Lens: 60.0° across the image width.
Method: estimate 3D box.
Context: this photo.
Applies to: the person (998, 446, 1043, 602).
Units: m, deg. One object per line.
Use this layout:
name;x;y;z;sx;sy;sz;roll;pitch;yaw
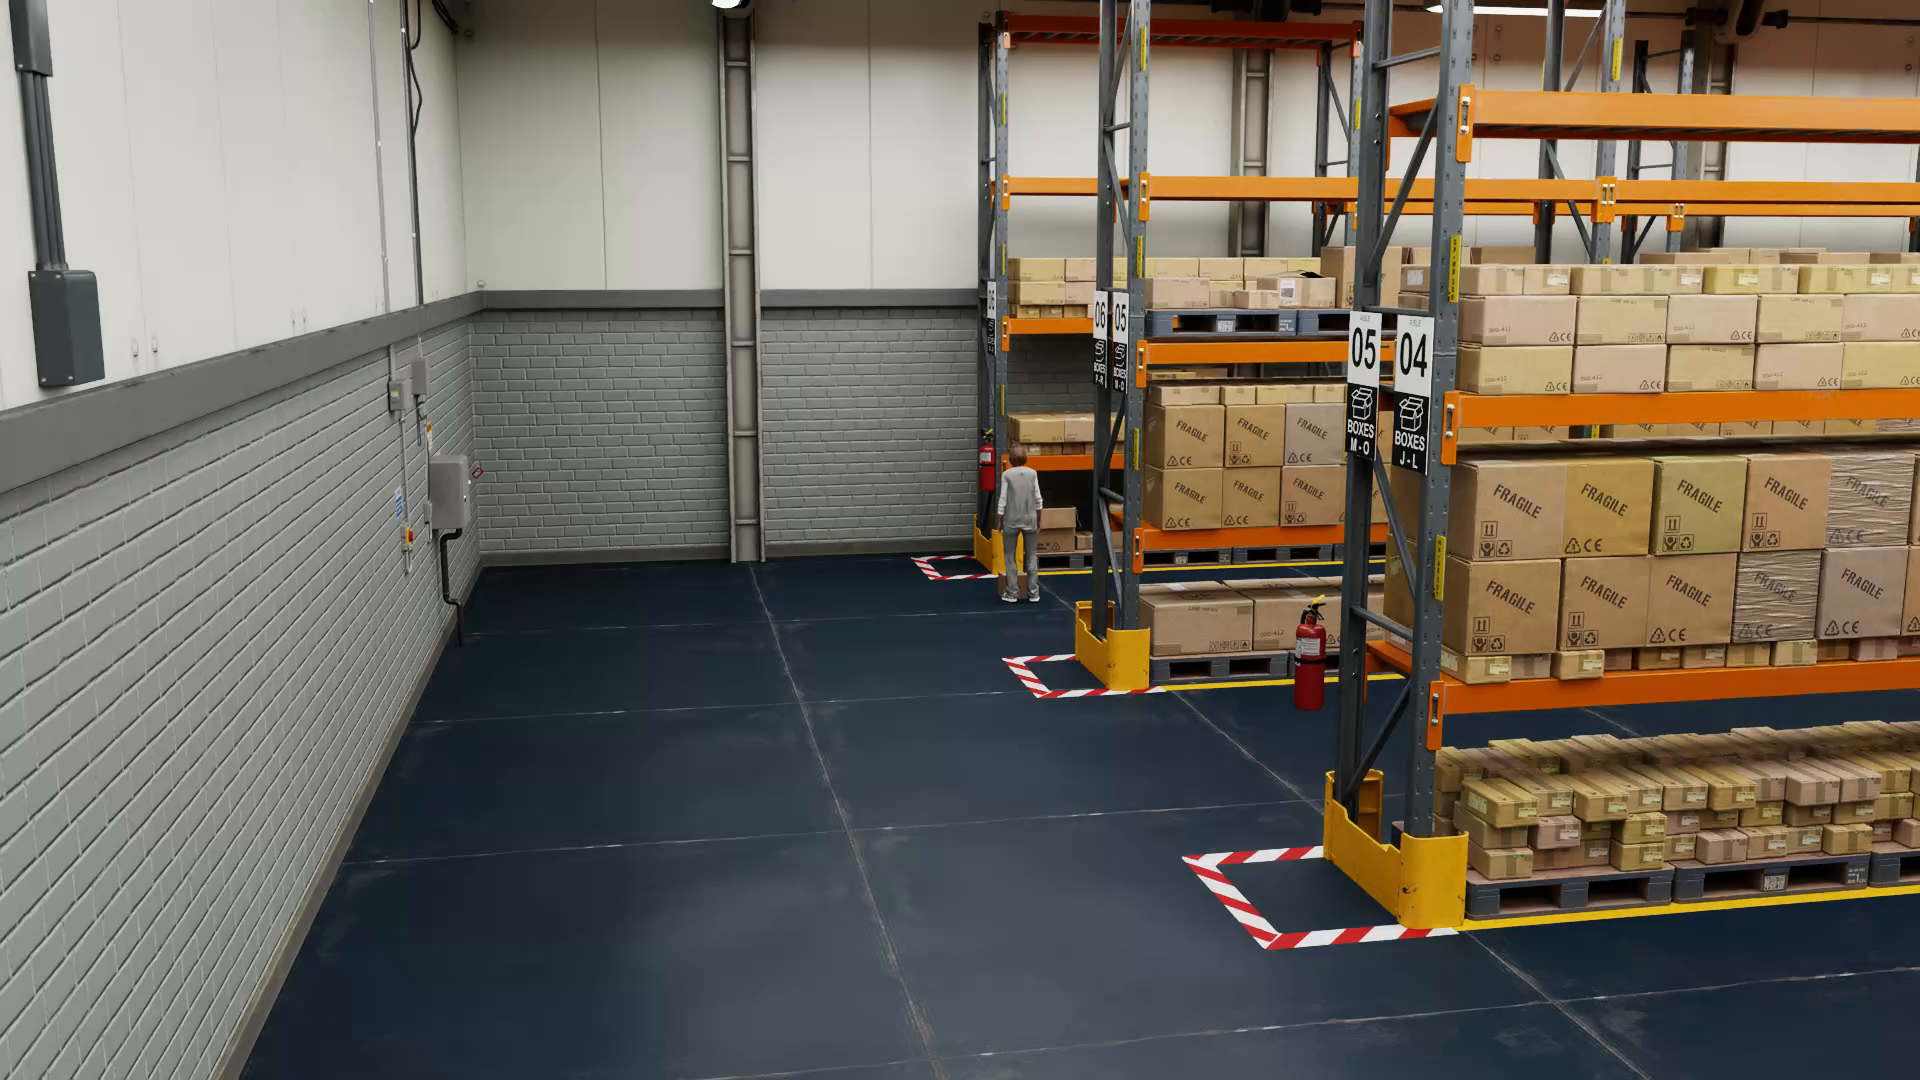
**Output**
person;0.603;-0.157;16.835;0.459;1.591;0.369;-2;10;-11
